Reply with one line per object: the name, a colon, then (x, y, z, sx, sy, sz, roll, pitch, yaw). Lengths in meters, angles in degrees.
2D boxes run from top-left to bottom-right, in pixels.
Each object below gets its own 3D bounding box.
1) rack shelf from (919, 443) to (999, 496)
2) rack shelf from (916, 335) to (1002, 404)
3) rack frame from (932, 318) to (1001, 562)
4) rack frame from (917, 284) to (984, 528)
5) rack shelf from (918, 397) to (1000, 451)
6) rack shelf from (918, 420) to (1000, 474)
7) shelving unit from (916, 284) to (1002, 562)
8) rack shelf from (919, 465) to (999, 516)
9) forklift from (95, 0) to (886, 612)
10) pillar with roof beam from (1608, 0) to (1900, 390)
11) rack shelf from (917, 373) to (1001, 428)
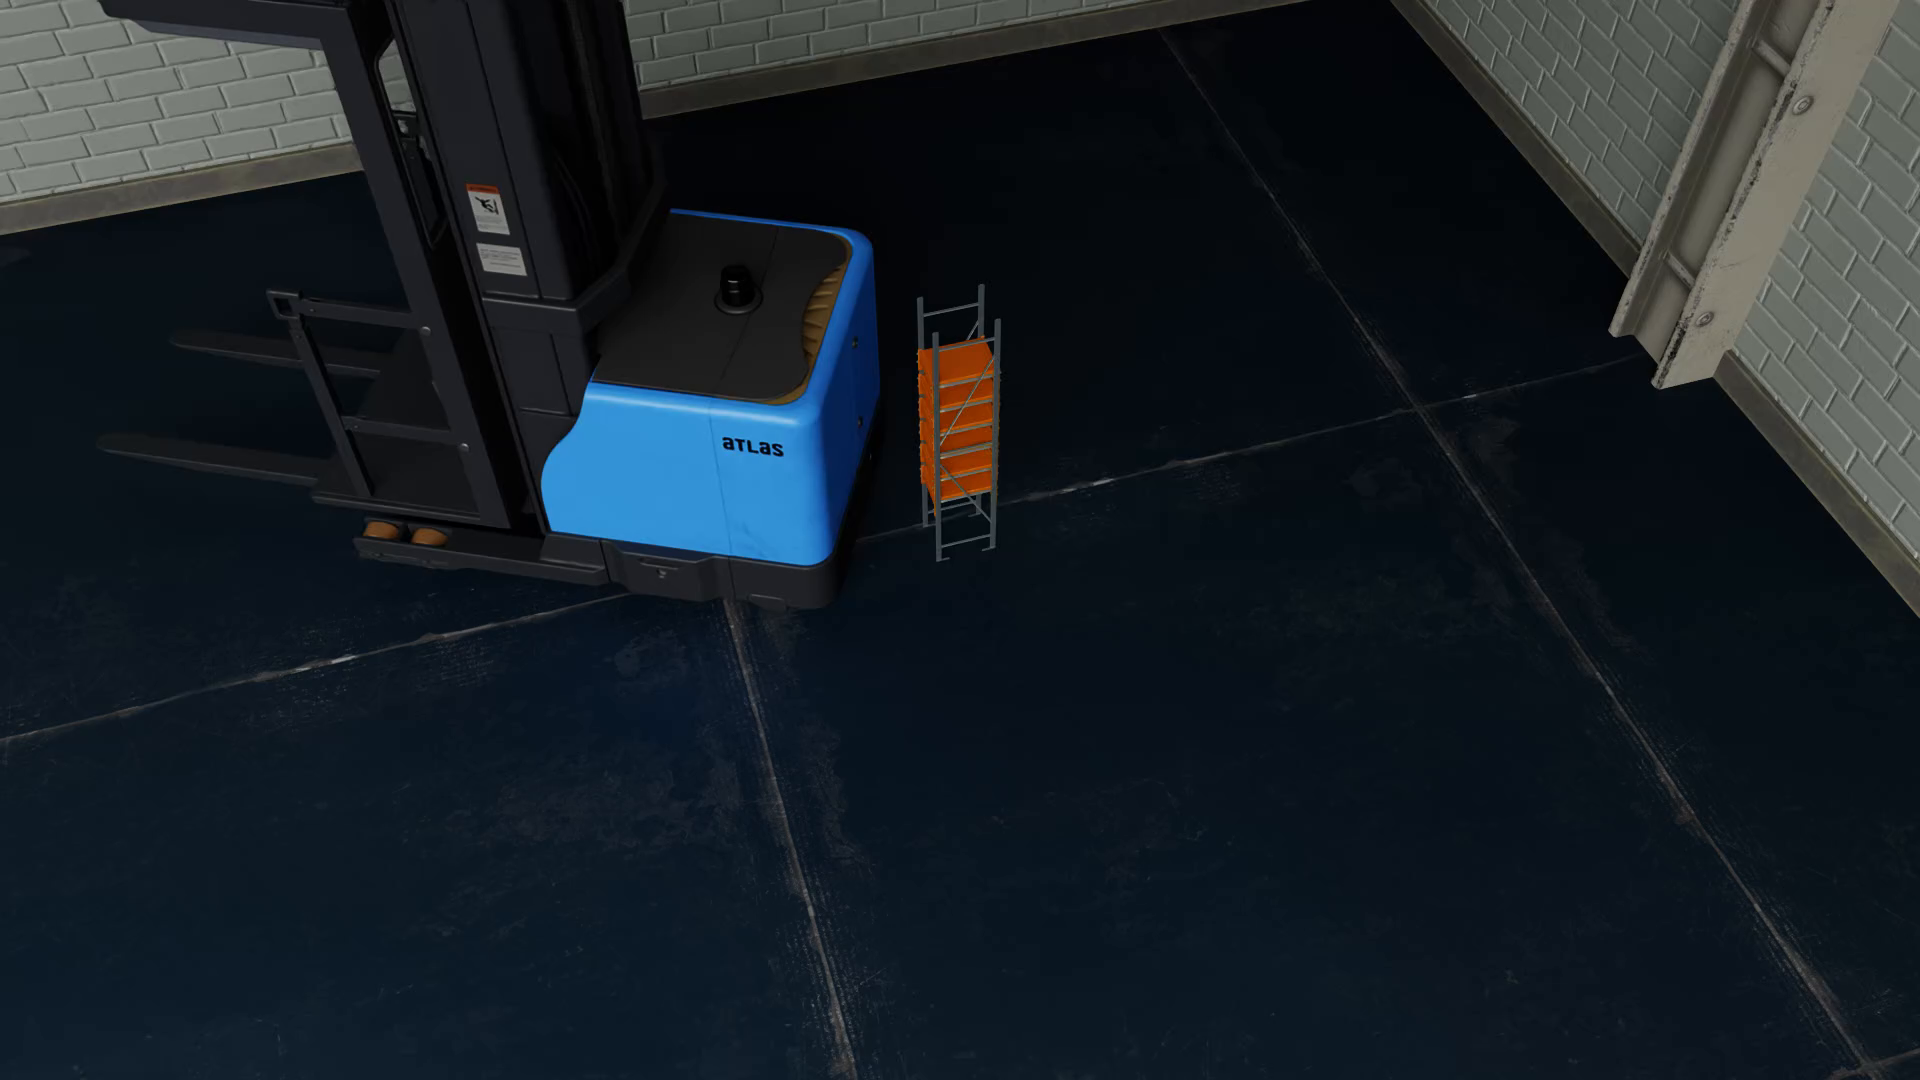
rack shelf: (-0.004, -0.291, 6.216, 0.258, 0.103, 0.180, -13, 51, -11)
rack shelf: (-0.004, -0.601, 5.849, 0.258, 0.103, 0.180, -13, 51, -11)
rack frame: (0.023, -0.330, 6.034, 0.240, 1.200, 0.006, -13, 51, -11)
rack frame: (-0.031, -0.464, 6.146, 0.240, 1.200, 0.006, -13, 51, -11)
rack shelf: (-0.004, -0.446, 6.032, 0.258, 0.103, 0.180, -13, 51, -11)
rack shelf: (-0.004, -0.369, 6.124, 0.258, 0.103, 0.180, -13, 51, -11)
shelving unit: (-0.004, -0.397, 6.090, 0.258, 1.200, 0.189, -13, 51, -11)
rack shelf: (-0.004, -0.214, 6.307, 0.258, 0.103, 0.180, -13, 51, -11)
forklift: (-1.870, -1.223, 5.654, 3.031, 2.935, 1.130, 8, 50, 6)
pillar with roof beam: (-1.056, -2.746, 2.969, 9.100, 9.000, 0.400, -13, 51, -11)
rack shelf: (-0.004, -0.523, 5.940, 0.258, 0.103, 0.180, -13, 51, -11)
